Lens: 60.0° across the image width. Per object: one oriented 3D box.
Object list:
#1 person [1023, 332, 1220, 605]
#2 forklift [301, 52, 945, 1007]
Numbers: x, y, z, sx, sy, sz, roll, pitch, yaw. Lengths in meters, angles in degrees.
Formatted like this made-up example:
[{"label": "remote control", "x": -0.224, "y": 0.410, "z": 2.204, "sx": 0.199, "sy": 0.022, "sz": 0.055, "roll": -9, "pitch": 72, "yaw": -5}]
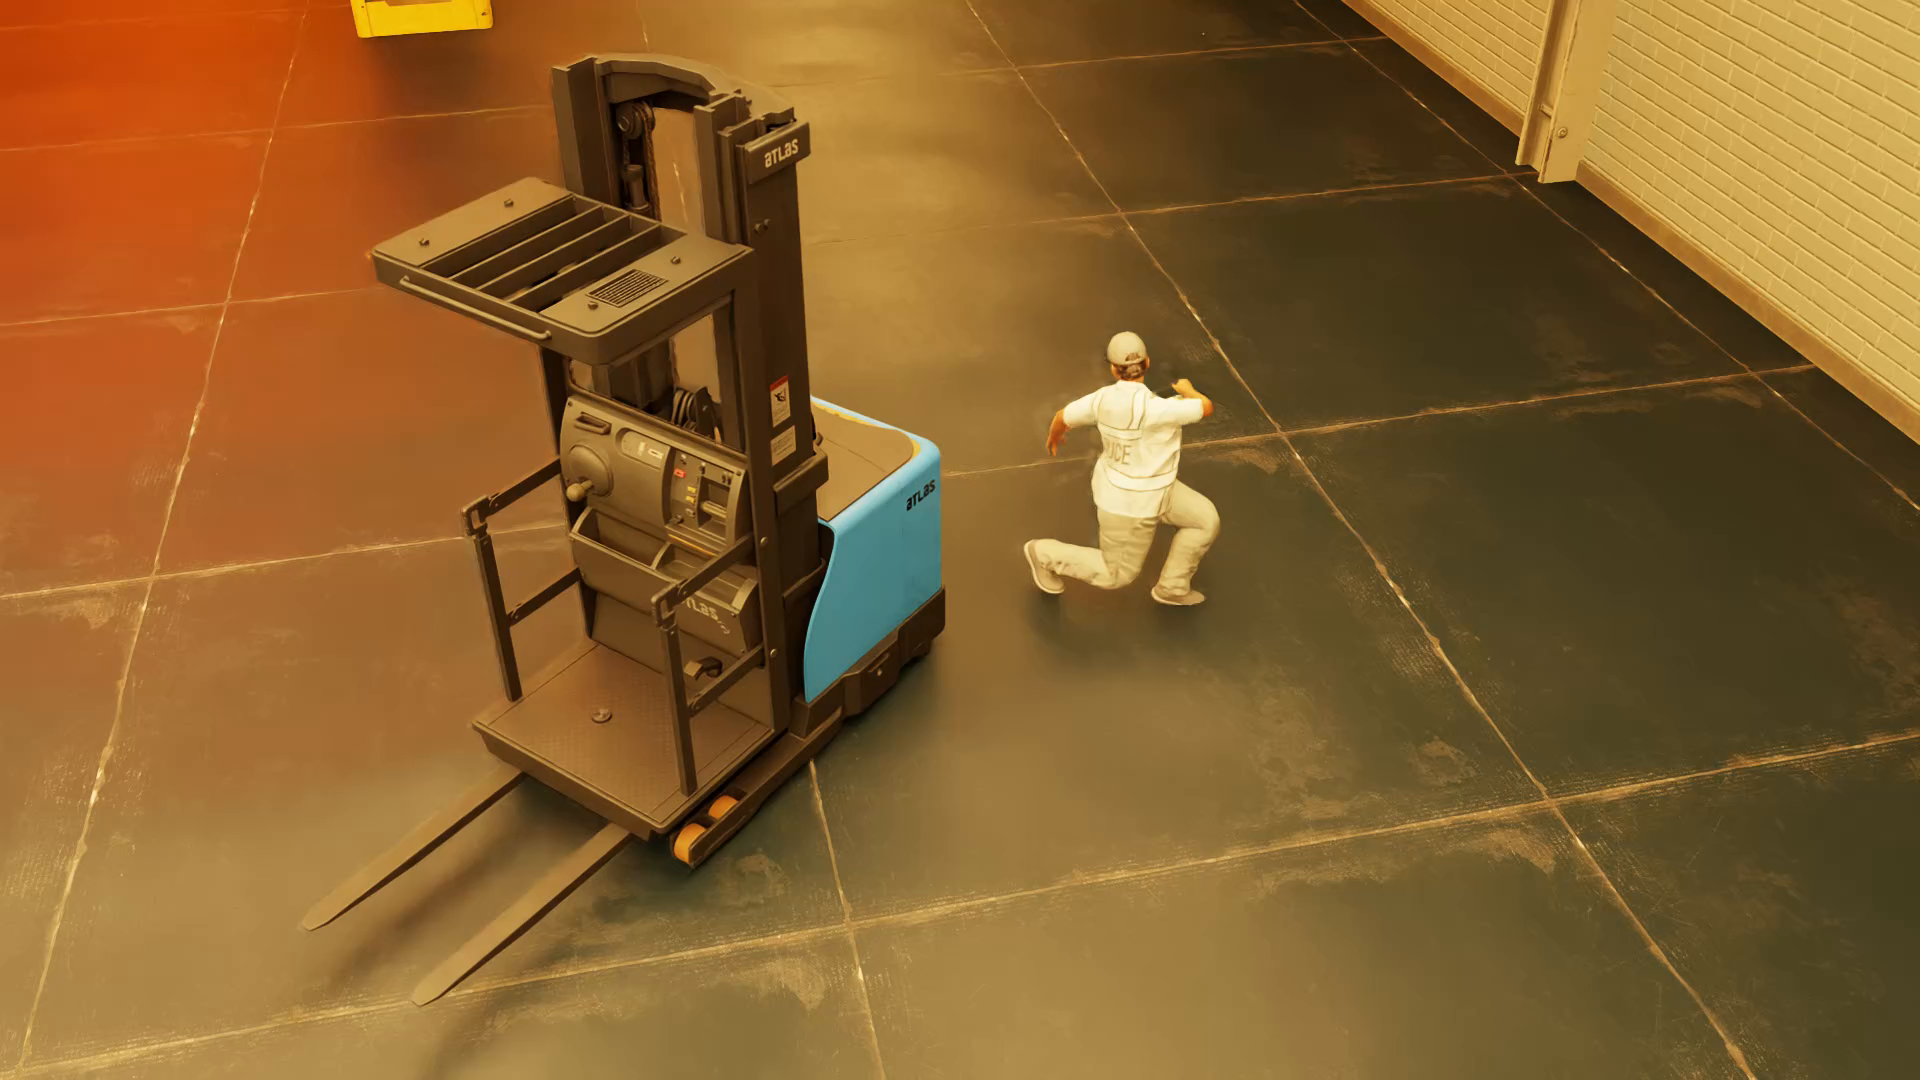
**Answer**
[{"label": "person", "x": 0.774, "y": -0.322, "z": 7.866, "sx": 0.928, "sy": 1.440, "sz": 0.699, "roll": 0, "pitch": 36, "yaw": 0}, {"label": "forklift", "x": -1.322, "y": -0.195, "z": 6.322, "sx": 1.130, "sy": 2.935, "sz": 3.031, "roll": 22, "pitch": 41, "yaw": 28}]
